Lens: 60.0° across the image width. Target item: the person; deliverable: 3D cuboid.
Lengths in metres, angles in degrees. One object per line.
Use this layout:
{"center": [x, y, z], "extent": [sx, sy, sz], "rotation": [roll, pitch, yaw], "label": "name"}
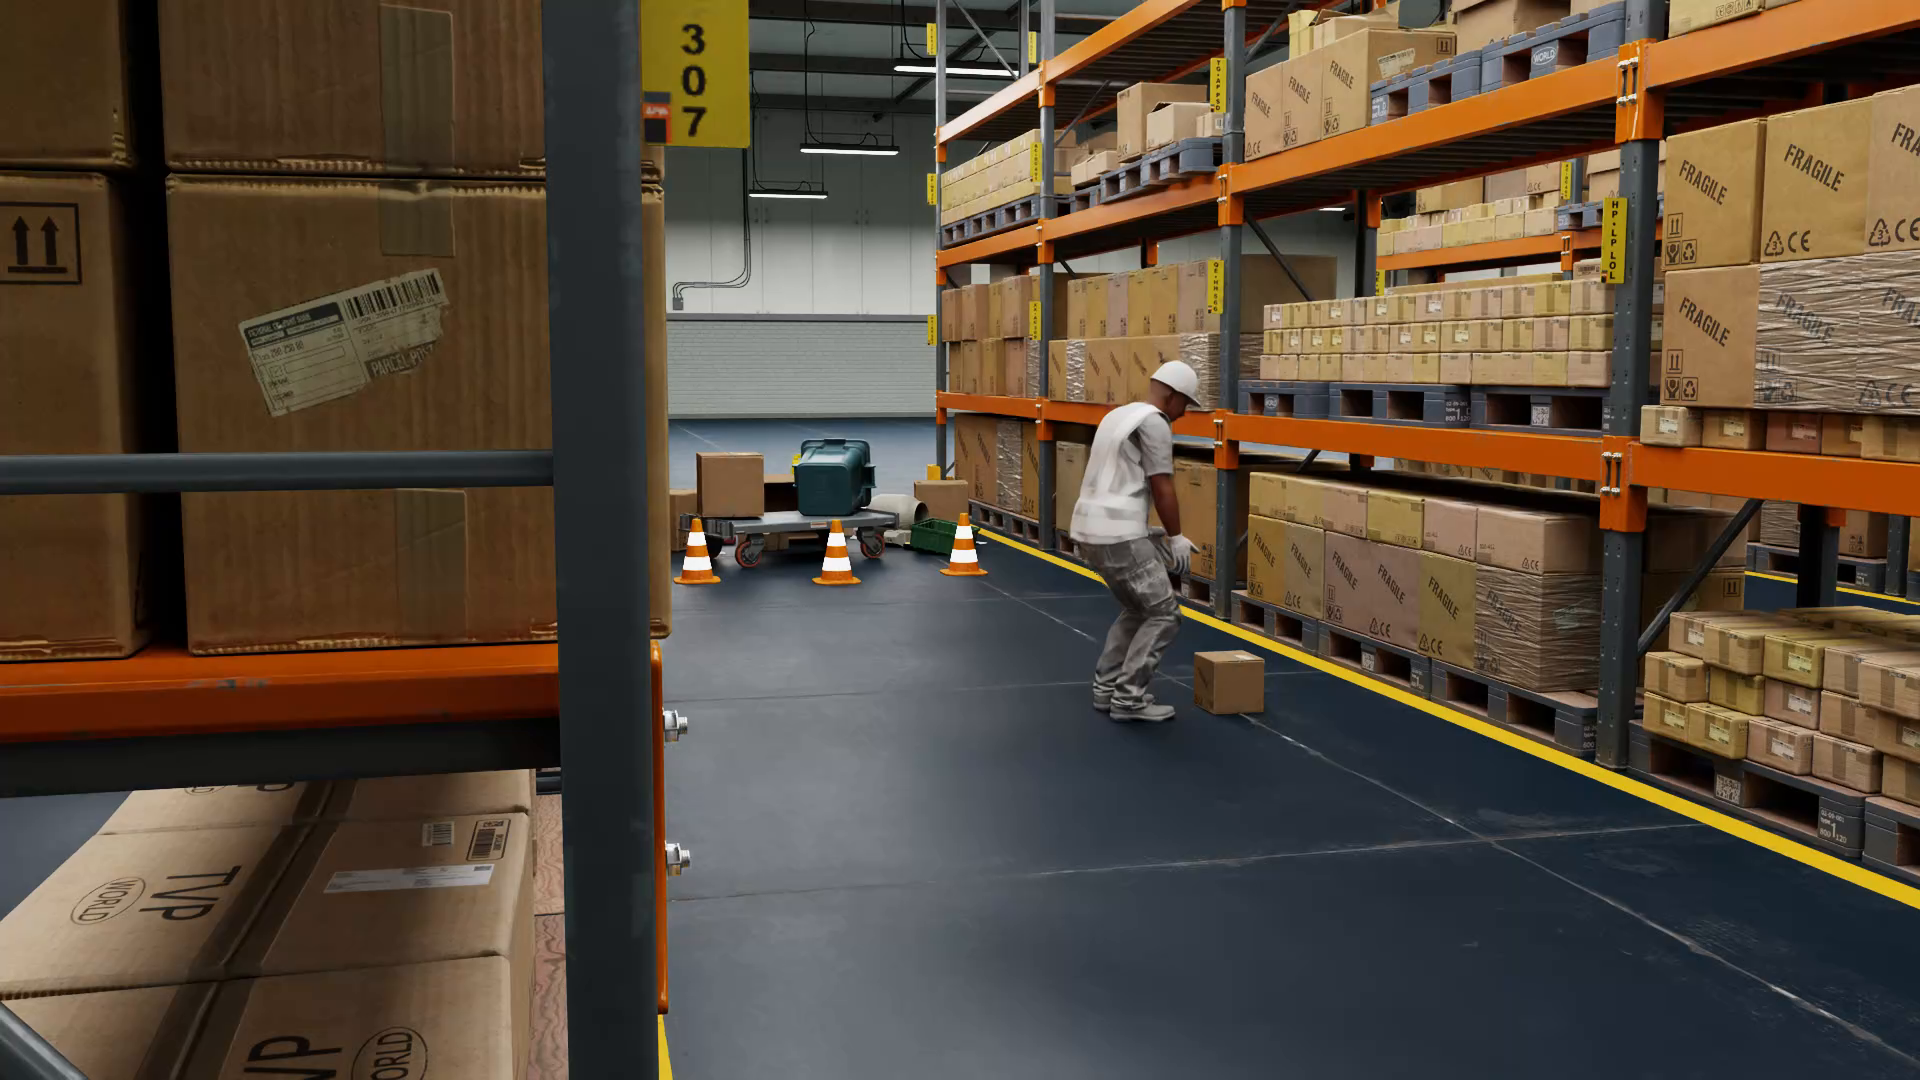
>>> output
{"center": [0.811, -0.007, 7.643], "extent": [0.606, 1.624, 0.598], "rotation": [-1, 6, -13], "label": "person"}
